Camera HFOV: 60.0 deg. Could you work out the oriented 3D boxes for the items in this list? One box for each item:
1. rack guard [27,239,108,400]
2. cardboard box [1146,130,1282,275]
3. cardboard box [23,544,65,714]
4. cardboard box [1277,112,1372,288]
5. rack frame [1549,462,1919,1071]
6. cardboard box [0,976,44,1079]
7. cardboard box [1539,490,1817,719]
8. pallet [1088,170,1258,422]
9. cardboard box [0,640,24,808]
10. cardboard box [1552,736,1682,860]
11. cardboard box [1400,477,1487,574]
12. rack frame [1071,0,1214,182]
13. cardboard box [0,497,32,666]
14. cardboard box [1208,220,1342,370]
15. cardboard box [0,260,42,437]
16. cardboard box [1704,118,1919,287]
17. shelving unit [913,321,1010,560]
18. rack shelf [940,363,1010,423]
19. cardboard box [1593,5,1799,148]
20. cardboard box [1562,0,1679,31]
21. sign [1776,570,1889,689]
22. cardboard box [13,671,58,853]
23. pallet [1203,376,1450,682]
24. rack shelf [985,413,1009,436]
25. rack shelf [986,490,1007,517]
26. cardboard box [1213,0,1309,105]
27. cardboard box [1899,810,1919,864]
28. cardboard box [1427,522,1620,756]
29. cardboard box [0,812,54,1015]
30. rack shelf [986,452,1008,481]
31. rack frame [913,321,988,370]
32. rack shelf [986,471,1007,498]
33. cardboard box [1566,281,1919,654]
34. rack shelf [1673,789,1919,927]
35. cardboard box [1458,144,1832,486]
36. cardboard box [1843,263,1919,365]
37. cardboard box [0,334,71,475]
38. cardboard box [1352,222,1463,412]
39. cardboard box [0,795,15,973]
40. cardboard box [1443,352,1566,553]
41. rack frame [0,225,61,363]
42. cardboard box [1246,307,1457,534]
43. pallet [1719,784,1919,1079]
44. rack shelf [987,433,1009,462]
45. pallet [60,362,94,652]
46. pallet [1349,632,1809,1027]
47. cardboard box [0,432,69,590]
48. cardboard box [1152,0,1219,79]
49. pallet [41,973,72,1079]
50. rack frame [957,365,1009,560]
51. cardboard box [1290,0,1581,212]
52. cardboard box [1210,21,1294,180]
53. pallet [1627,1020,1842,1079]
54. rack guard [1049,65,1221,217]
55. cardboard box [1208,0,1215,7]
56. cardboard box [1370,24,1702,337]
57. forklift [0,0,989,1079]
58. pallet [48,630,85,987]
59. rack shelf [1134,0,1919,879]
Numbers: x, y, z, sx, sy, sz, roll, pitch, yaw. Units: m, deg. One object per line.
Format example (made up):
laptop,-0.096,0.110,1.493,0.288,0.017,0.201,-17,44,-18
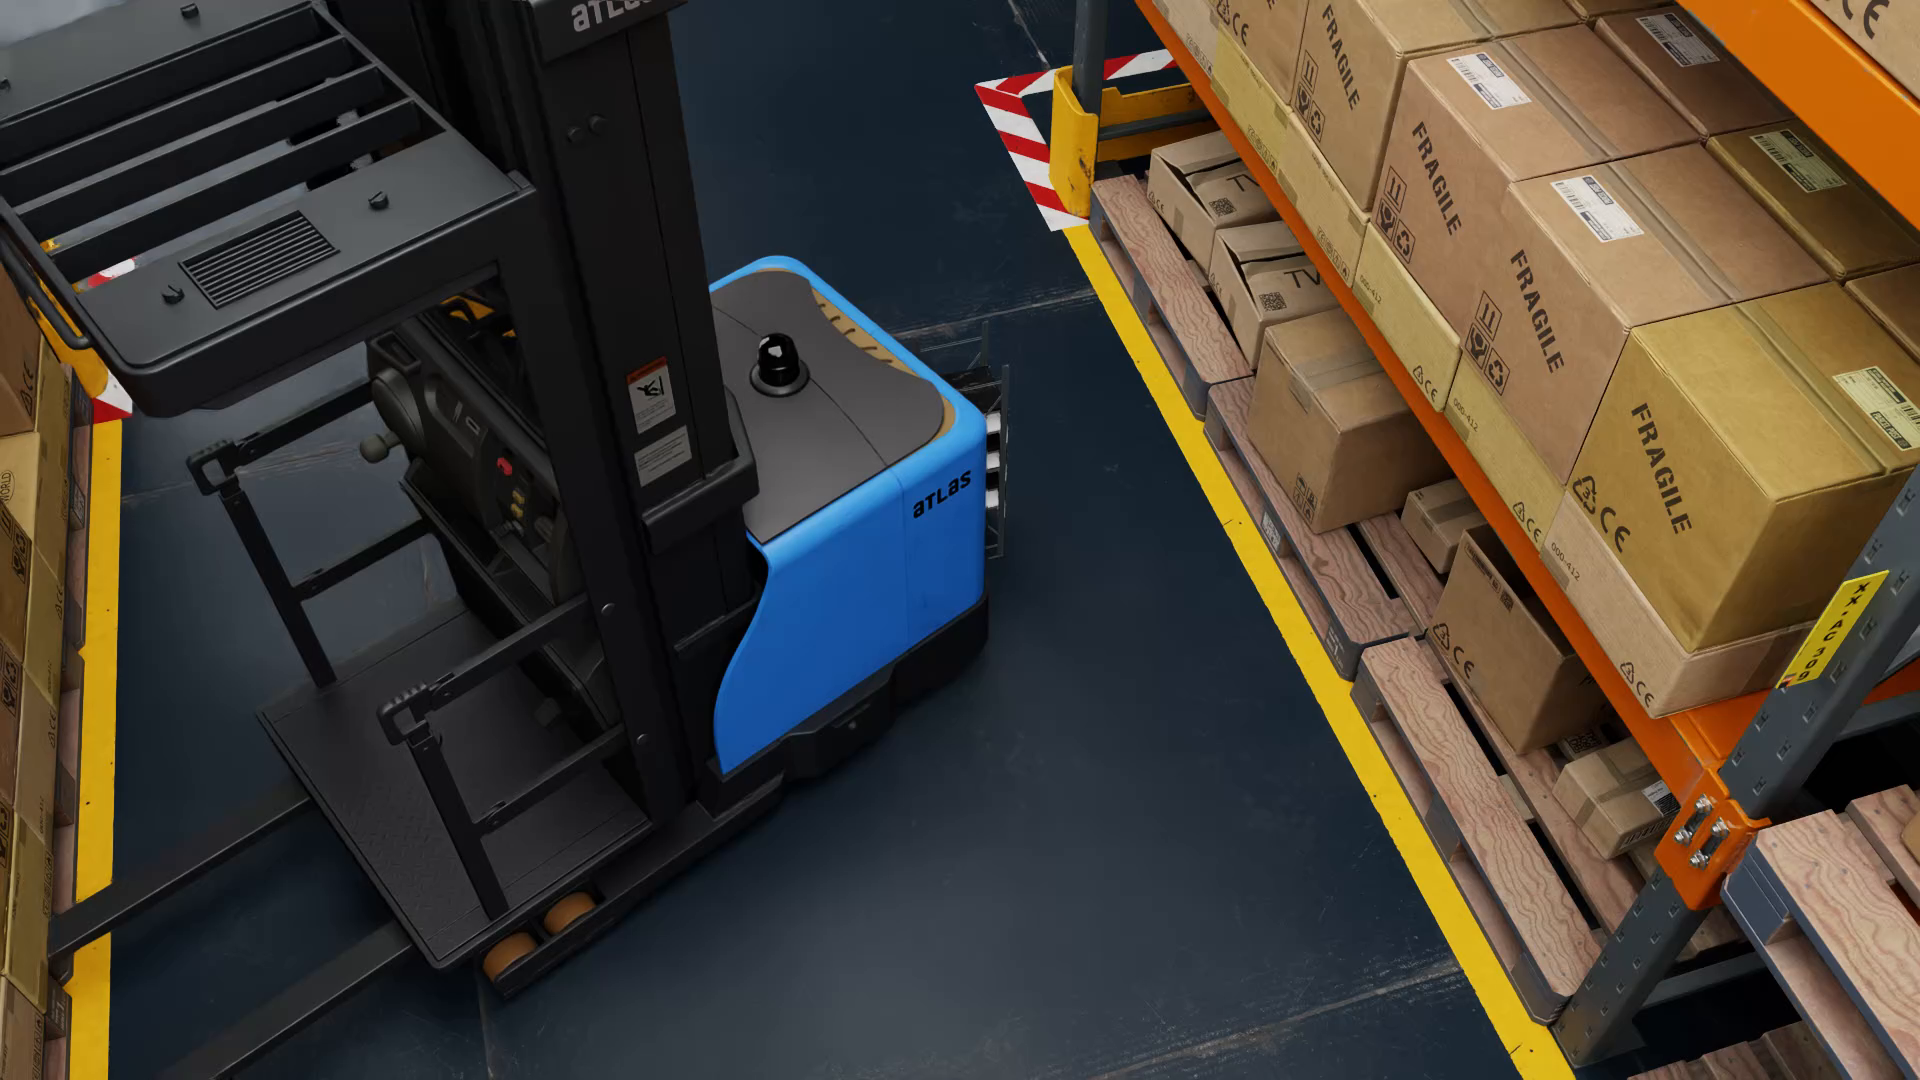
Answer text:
rack guard,-3.791,-0.690,6.005,1.175,0.500,0.348,-13,51,-11
cardboard box,1.066,-1.351,6.397,0.500,0.311,0.500,-19,52,-15
cardboard box,-3.034,0.325,5.038,0.500,0.250,0.500,-13,51,-11
cardboard box,1.248,-1.012,4.726,0.500,0.250,0.500,-13,51,-11
rack frame,2.130,0.320,3.518,1.000,3.000,0.127,-13,51,-11
cardboard box,-2.592,1.421,4.114,0.500,0.250,0.500,-13,51,-11
cardboard box,1.700,0.085,3.802,0.500,0.250,0.500,-13,51,-11
pallet,1.176,-1.045,6.493,1.003,0.211,1.213,-13,51,-11
cardboard box,-2.885,0.448,4.444,0.500,0.500,0.500,-13,51,-11
cardboard box,1.943,0.708,4.757,0.380,0.166,0.250,-19,53,-16
cardboard box,1.676,-0.075,5.428,0.380,0.149,0.250,-17,52,-14
rack frame,0.947,-2.601,5.981,1.000,3.000,0.127,-13,51,-11
cardboard box,-3.031,0.082,4.752,0.500,0.500,0.500,-13,51,-11
cardboard box,1.234,-0.934,6.046,0.500,0.311,0.500,-10,51,-8
cardboard box,-3.341,-0.645,5.365,0.500,0.500,0.500,-13,51,-11
cardboard box,2.041,-0.649,3.929,0.500,0.500,0.500,-14,51,-11
shelving unit,0.002,-0.284,5.401,0.258,0.900,0.210,-13,51,-11
rack shelf,0.002,-0.437,5.220,0.258,0.077,0.200,-13,51,-11
cardboard box,1.899,-1.014,4.237,0.500,0.500,0.500,-12,51,-10
cardboard box,1.735,-1.390,4.555,0.500,0.500,0.500,-13,51,-10
sign,1.614,0.170,3.079,0.100,0.325,0.005,-13,51,-11
cardboard box,-2.888,0.690,4.730,0.500,0.250,0.500,-13,51,-11
pallet,1.533,-0.156,5.743,1.003,0.211,1.213,-13,51,-11
rack shelf,0.002,-0.379,5.289,0.258,0.077,0.200,-13,51,-11
rack shelf,0.002,-0.147,5.564,0.258,0.077,0.200,-13,51,-11
cardboard box,1.085,-1.642,4.767,0.500,0.500,0.500,-15,51,-12
cardboard box,2.248,0.526,2.992,0.700,0.500,0.500,-13,51,-11
cardboard box,1.785,0.235,4.937,0.500,0.500,0.500,-17,52,-14
cardboard box,-2.734,1.054,4.423,0.500,0.250,0.500,-13,51,-11
rack shelf,0.002,-0.263,5.426,0.258,0.077,0.200,-13,51,-11
rack frame,-0.028,-0.358,5.464,0.240,0.900,0.006,-13,51,-11
rack shelf,0.002,-0.205,5.495,0.258,0.077,0.200,-13,51,-11
cardboard box,1.695,-0.155,3.513,0.500,0.500,0.500,-13,51,-11
rack shelf,2.721,2.013,2.562,1.077,0.370,4.000,-13,51,-11
cardboard box,1.542,-0.518,3.819,0.500,0.500,0.500,-14,51,-11
cardboard box,2.191,-0.270,3.610,0.500,0.500,0.500,-14,51,-12
cardboard box,-3.343,-0.402,5.651,0.500,0.250,0.500,-13,51,-11
cardboard box,1.397,-0.645,4.417,0.500,0.250,0.500,-14,51,-11
cardboard box,-2.735,0.813,4.136,0.500,0.500,0.500,-13,51,-11
cardboard box,1.561,-0.281,4.110,0.500,0.250,0.500,-13,51,-11
rack frame,-3.784,-1.478,5.034,1.000,3.000,0.127,-13,51,-11
cardboard box,1.403,-0.448,5.513,0.700,0.500,0.500,-16,52,-13
pallet,2.217,0.973,3.093,1.003,0.211,1.213,-13,51,-11
rack shelf,0.002,-0.321,5.358,0.258,0.077,0.200,-13,51,-11
pallet,-3.518,-0.030,5.638,1.003,0.211,1.213,-13,51,-11
pallet,1.898,0.737,4.991,1.003,0.211,1.213,-13,51,-11
cardboard box,-3.184,-0.040,5.346,0.500,0.250,0.500,-13,51,-11
cardboard box,0.955,-1.755,5.353,0.500,0.250,0.500,-15,51,-12
pallet,-2.796,1.752,4.135,1.003,0.211,1.213,-13,51,-11
rack frame,0.032,-0.210,5.338,0.240,0.900,0.006,-13,51,-11
cardboard box,1.249,-1.268,4.451,0.500,0.500,0.500,-12,51,-10
cardboard box,1.100,-1.381,5.038,0.500,0.250,0.500,-14,51,-12
pallet,2.362,1.788,4.105,1.003,0.211,1.213,-13,51,-11
rack guard,0.970,-1.740,6.890,1.175,0.500,0.348,-13,51,-11
cardboard box,0.938,-2.021,5.086,0.500,0.500,0.500,-13,51,-11
cardboard box,1.403,-0.888,4.131,0.500,0.500,0.500,-15,51,-12
forklift,-1.356,-0.140,3.951,3.031,2.935,1.130,-33,57,-25
pallet,-3.161,0.859,4.888,1.003,0.211,1.213,-13,51,-11
rack shelf,1.539,-0.908,5.024,1.077,0.370,4.000,-13,51,-11
